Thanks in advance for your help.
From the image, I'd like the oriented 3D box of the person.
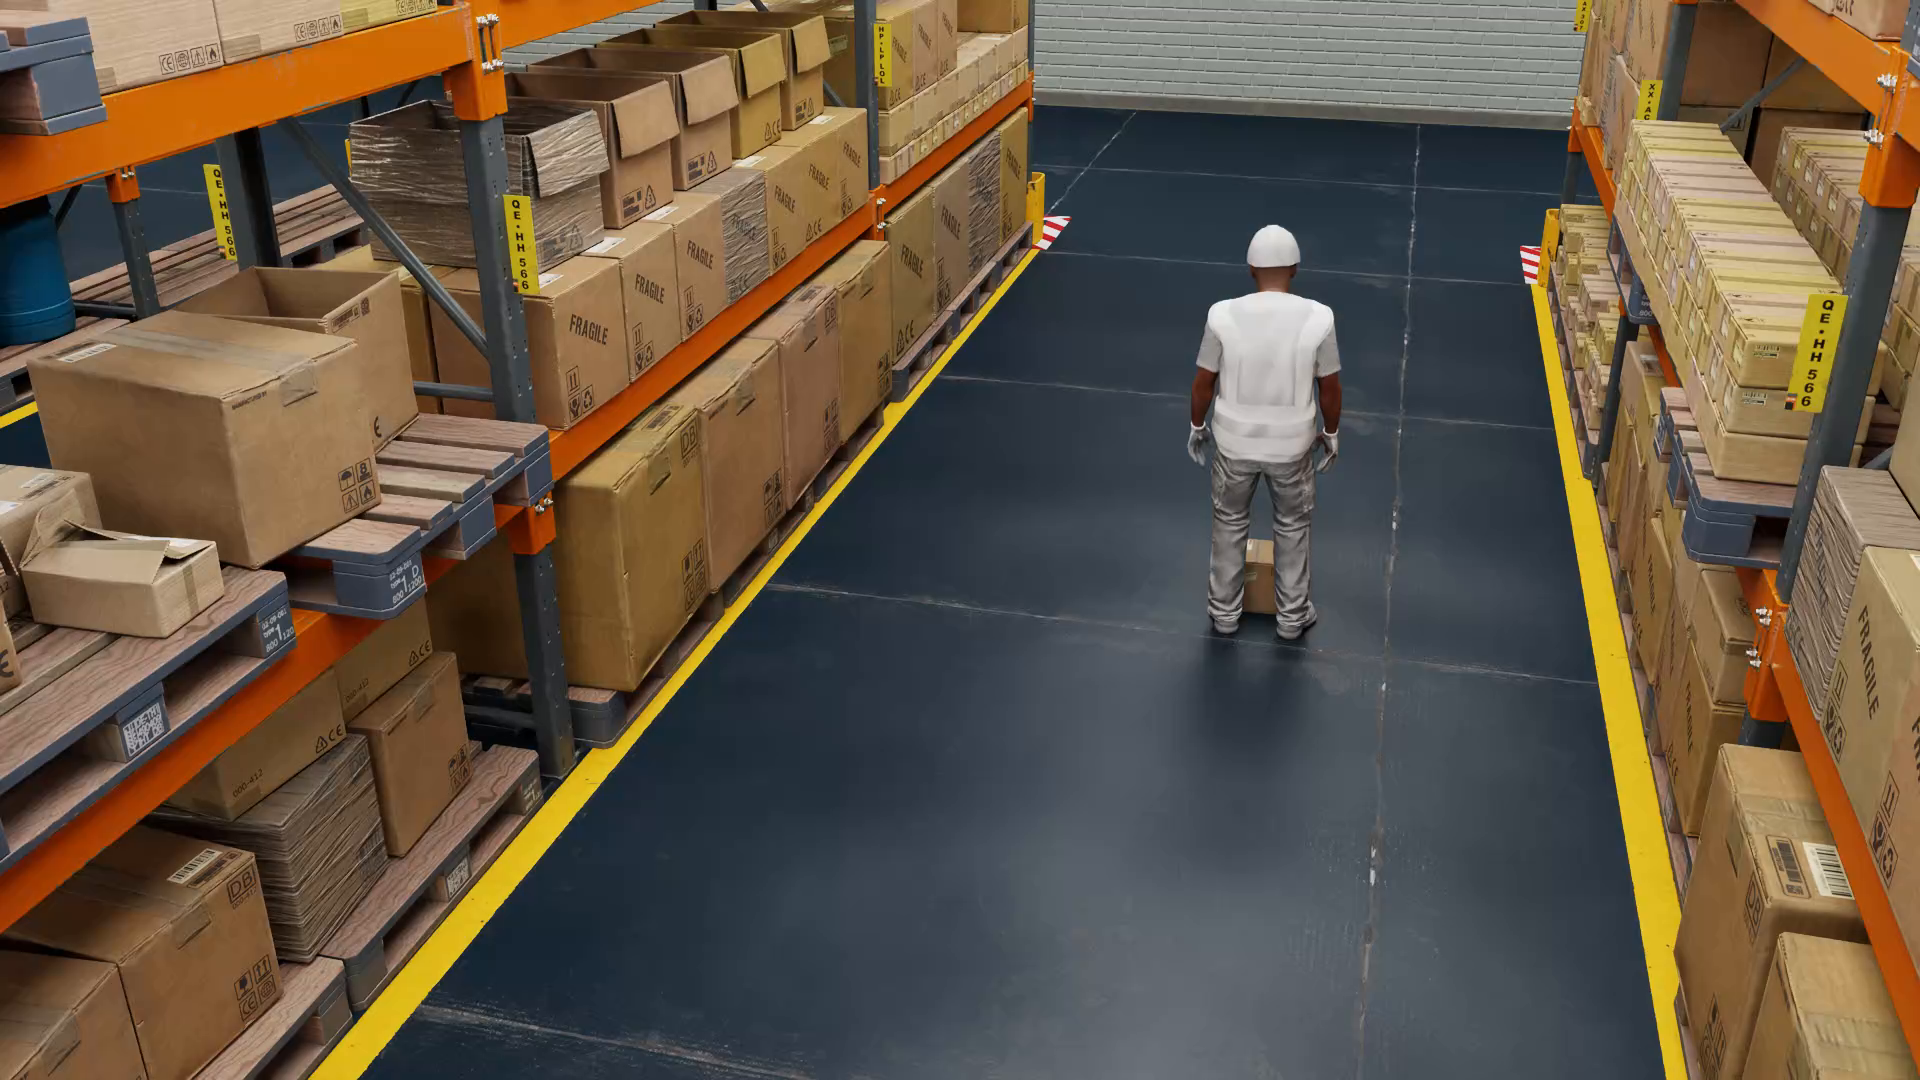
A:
[{"bbox_3d":[1.281,-0.433,7.019,0.631,1.775,0.443,5,26,11],"label":"person"}]
